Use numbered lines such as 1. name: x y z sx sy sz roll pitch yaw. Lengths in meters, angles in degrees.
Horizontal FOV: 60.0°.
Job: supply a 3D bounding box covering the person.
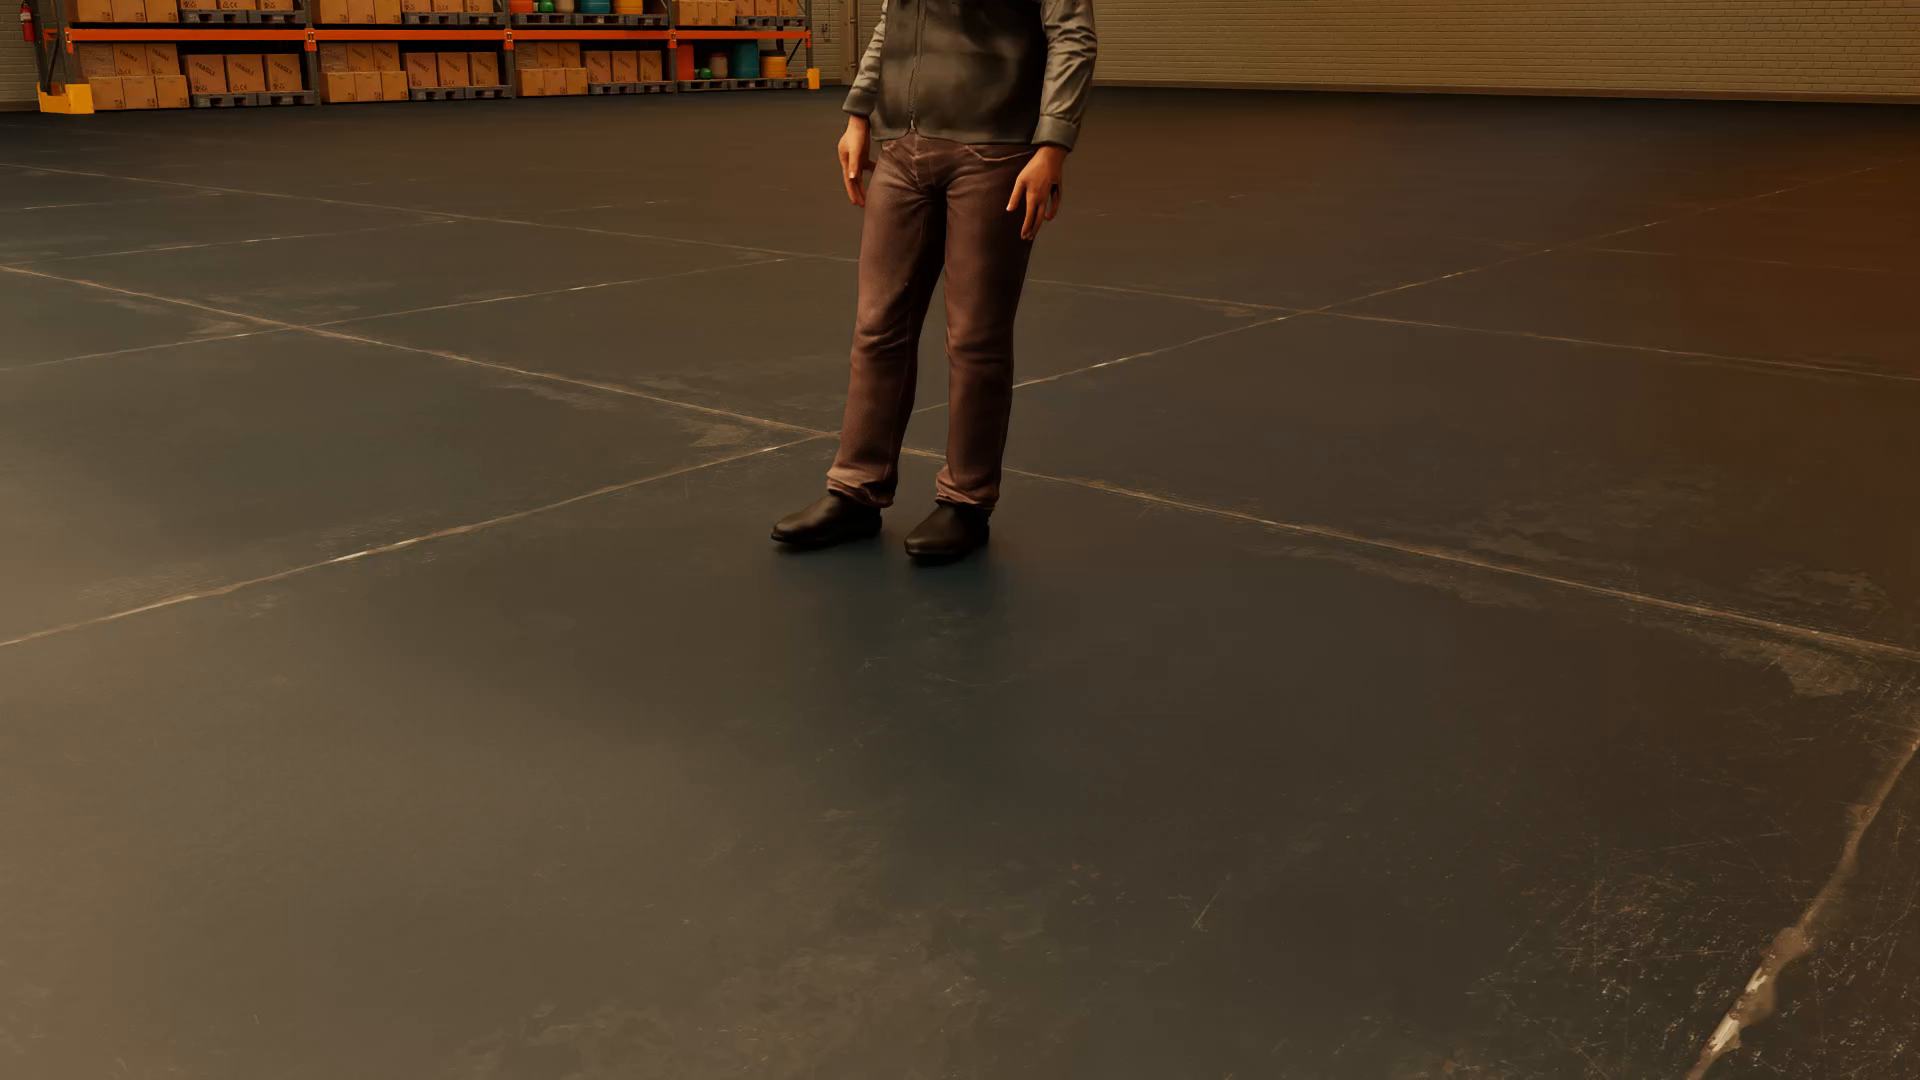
1. person: -0.046 -0.818 3.648 0.633 1.722 0.566 13 21 37
